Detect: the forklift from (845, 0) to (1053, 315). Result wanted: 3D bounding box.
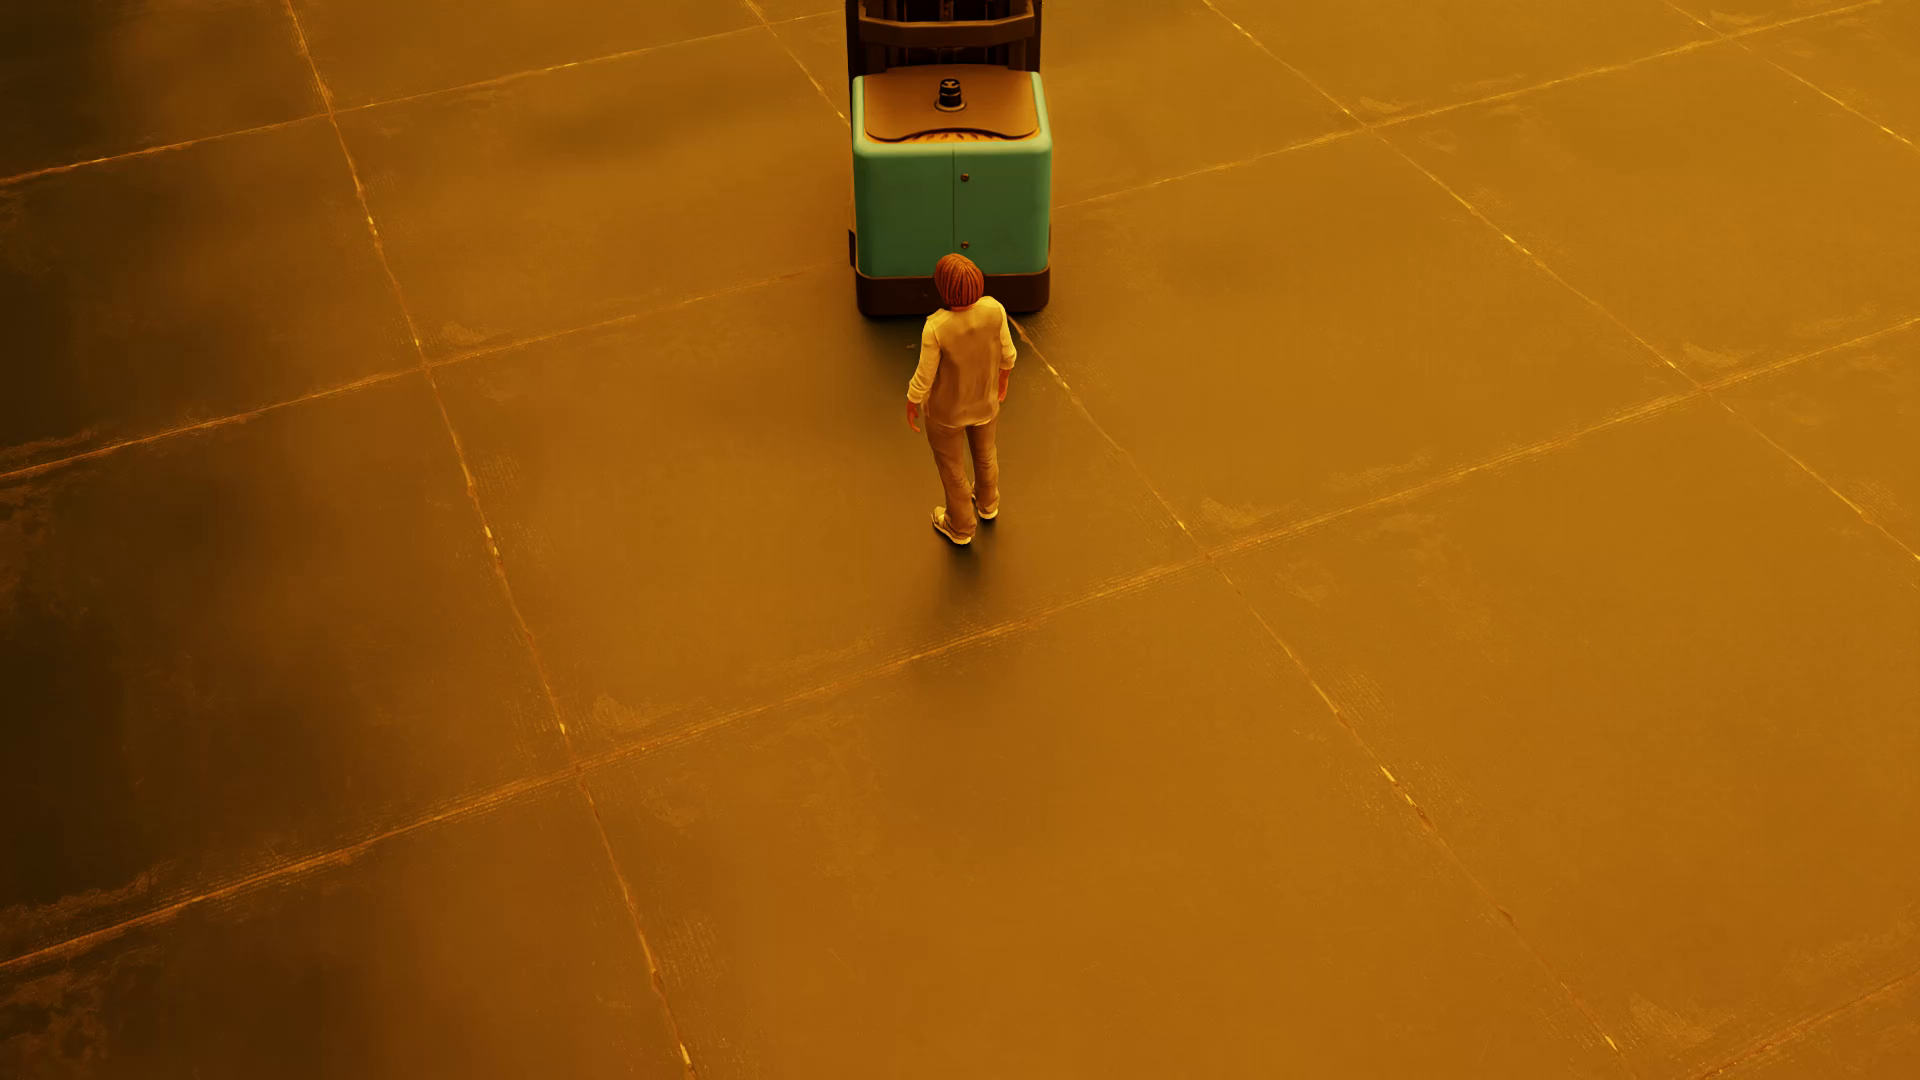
[{"bbox_3d":[-0.103,-3.284,9.199,1.130,2.935,3.031,-2,43,-2],"label":"forklift"}]

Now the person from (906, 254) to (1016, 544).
[{"bbox_3d":[-0.019,-0.639,7.332,0.521,1.599,0.473,-18,46,-18],"label":"person"}]
